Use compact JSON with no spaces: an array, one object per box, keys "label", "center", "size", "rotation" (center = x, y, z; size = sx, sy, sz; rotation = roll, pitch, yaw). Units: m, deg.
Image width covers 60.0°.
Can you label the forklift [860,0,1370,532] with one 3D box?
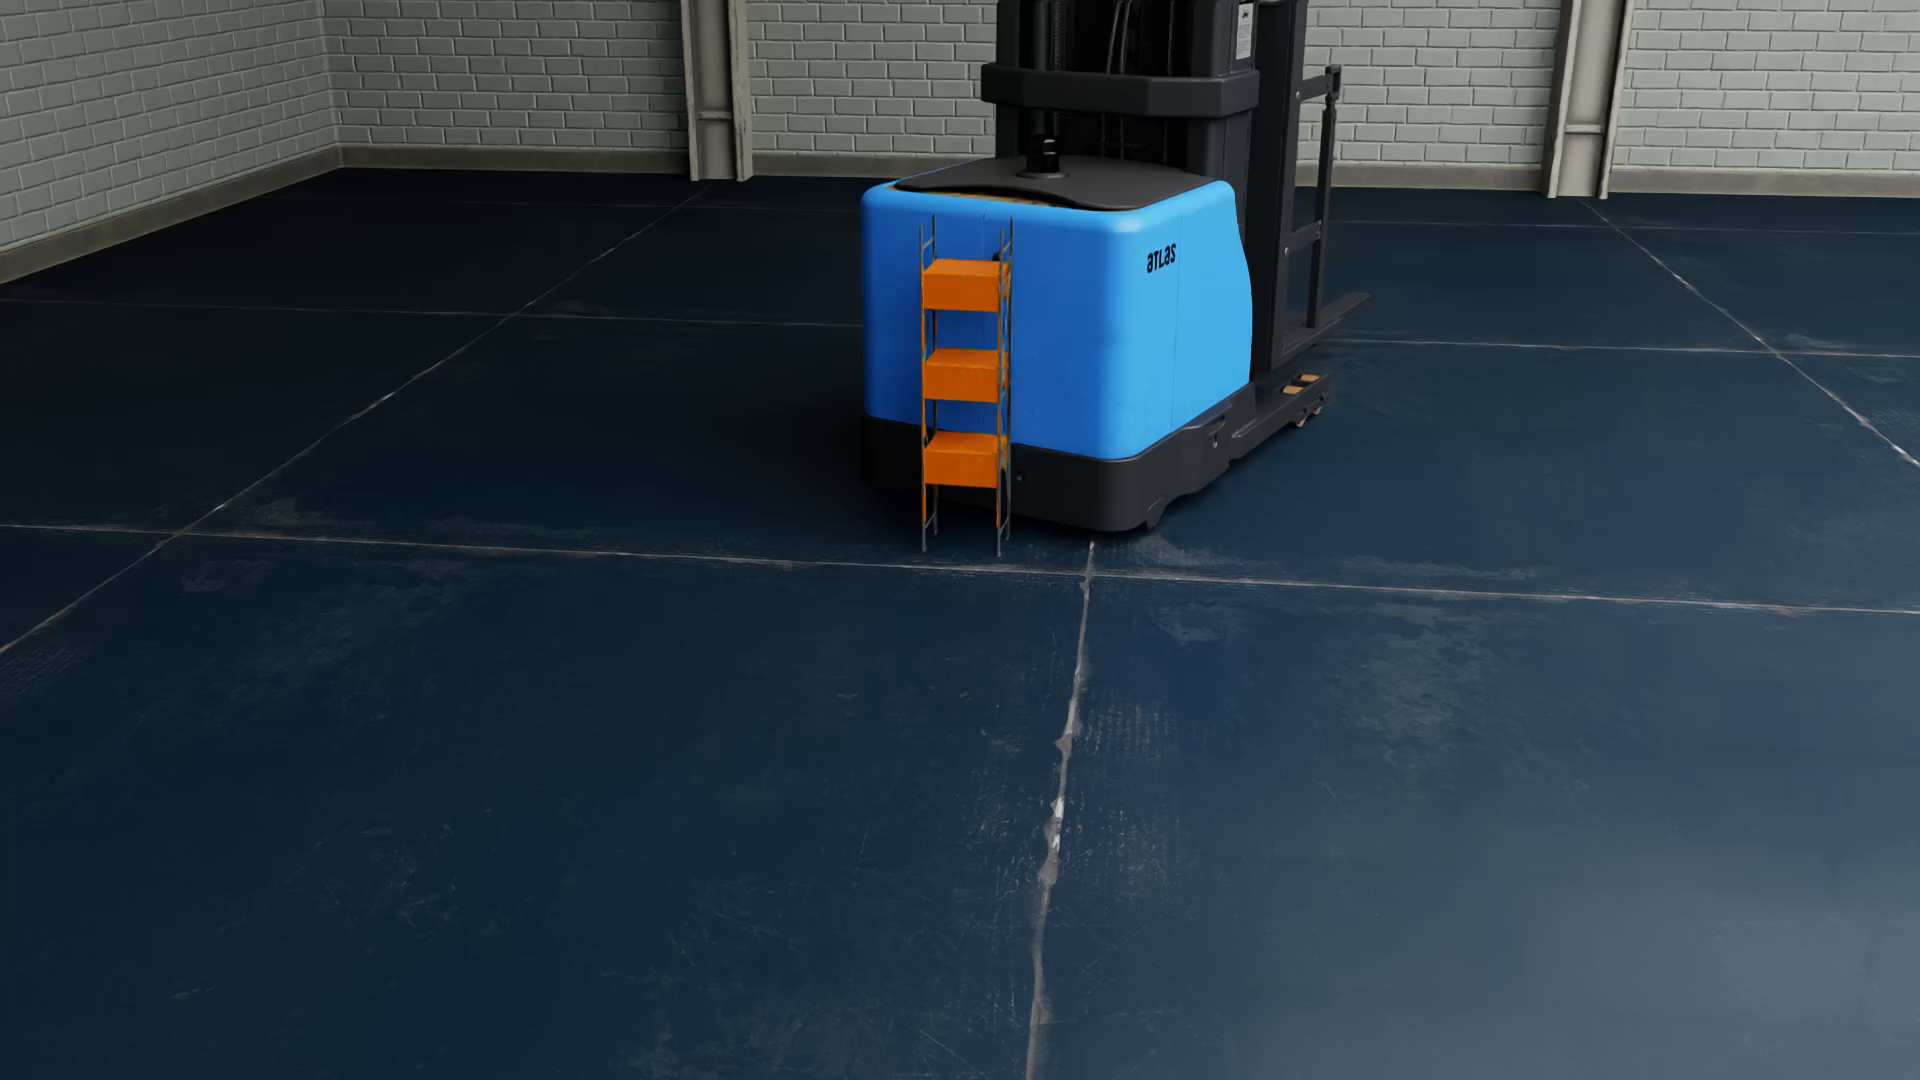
[{"label":"forklift","center":[0.842,-1.884,6.218],"size":[1.130,2.935,3.031],"rotation":[12,25,28]}]

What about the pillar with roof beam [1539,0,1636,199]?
[{"label":"pillar with roof beam","center":[3.718,-4.998,5.842],"size":[0.400,9.000,9.100],"rotation":[2,22,6]}]

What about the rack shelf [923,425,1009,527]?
[{"label":"rack shelf","center":[0.021,-0.206,5.317],"size":[0.240,0.259,0.215],"rotation":[4,22,10]}]

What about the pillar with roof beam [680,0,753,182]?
[{"label":"pillar with roof beam","center":[-2.240,-5.257,6.498],"size":[0.400,9.000,9.100],"rotation":[2,22,6]}]

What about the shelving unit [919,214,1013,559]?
[{"label":"shelving unit","center":[0.021,-0.474,5.211],"size":[0.252,1.050,0.215],"rotation":[4,22,10]}]

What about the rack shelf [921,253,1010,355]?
[{"label":"rack shelf","center":[0.021,-0.728,5.110],"size":[0.240,0.259,0.215],"rotation":[4,22,10]}]

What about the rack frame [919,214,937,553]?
[{"label":"rack frame","center":[-0.099,-0.483,5.233],"size":[0.008,1.050,0.200],"rotation":[4,22,10]}]

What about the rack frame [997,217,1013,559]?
[{"label":"rack frame","center":[0.141,-0.465,5.189],"size":[0.008,1.050,0.200],"rotation":[4,22,10]}]

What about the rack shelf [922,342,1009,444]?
[{"label":"rack shelf","center":[0.021,-0.464,5.215],"size":[0.240,0.259,0.215],"rotation":[4,22,10]}]
